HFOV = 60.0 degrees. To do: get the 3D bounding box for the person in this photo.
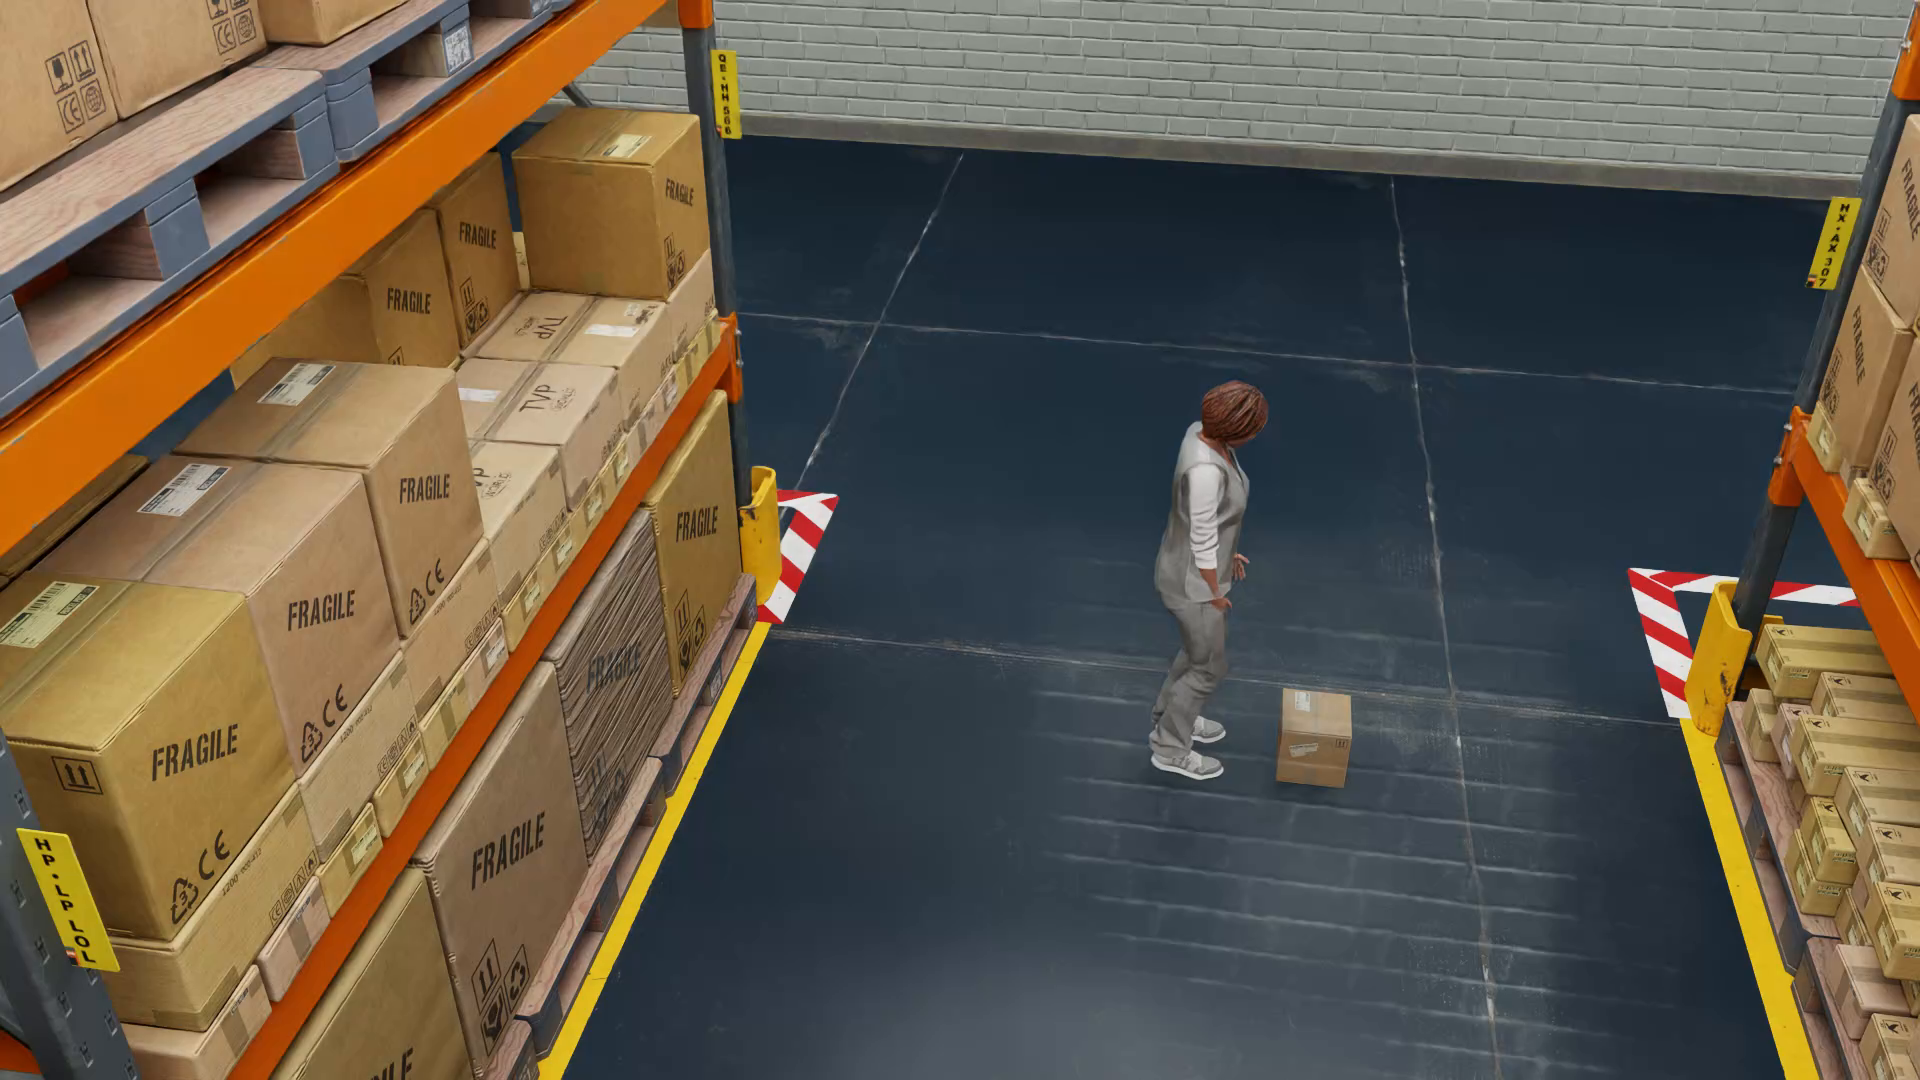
[{"bbox_3d":[0.865,0.229,6.029,0.310,1.352,0.417,6,33,9],"label":"person"}]
